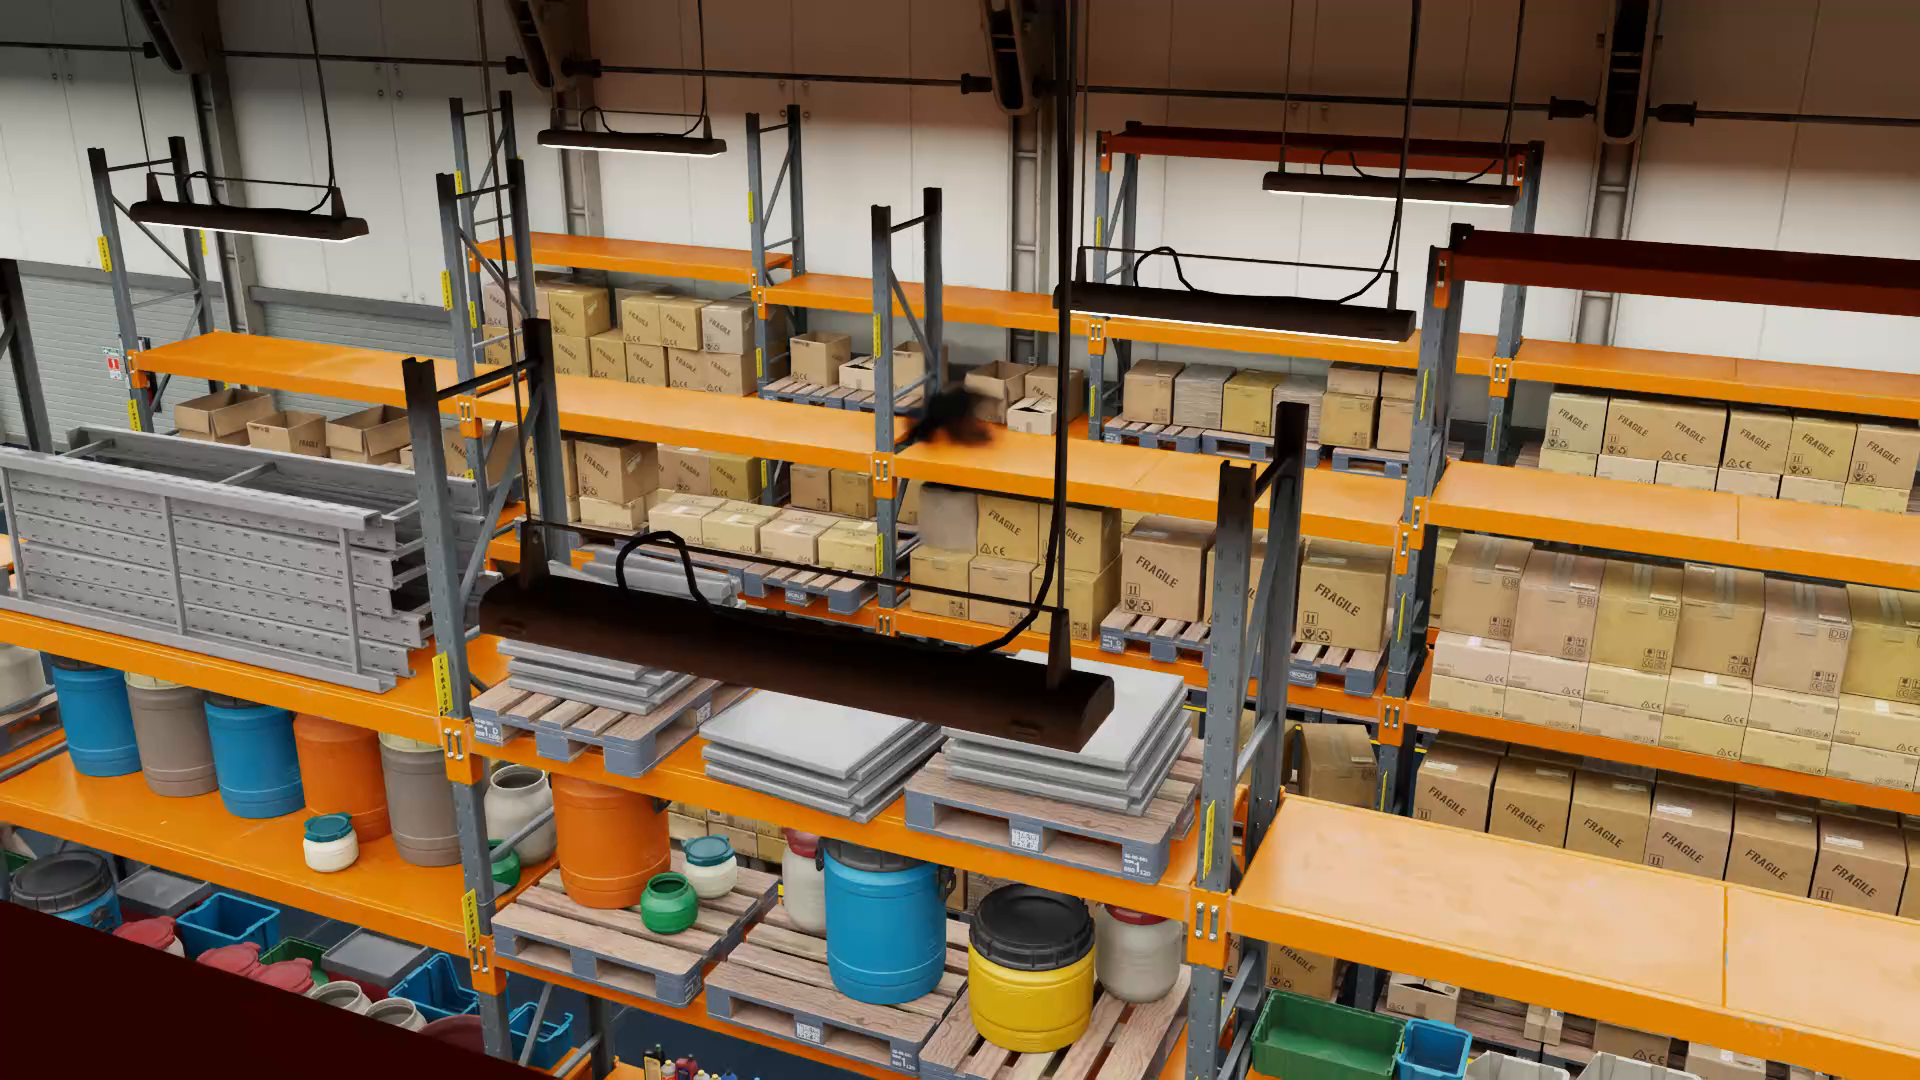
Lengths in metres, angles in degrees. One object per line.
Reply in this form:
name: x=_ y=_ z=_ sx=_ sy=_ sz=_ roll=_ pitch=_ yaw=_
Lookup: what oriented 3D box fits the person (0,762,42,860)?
person: x=-8.199 y=2.311 z=14.144 sx=0.674 sy=1.717 sz=0.635 roll=9 pitch=22 yaw=23
